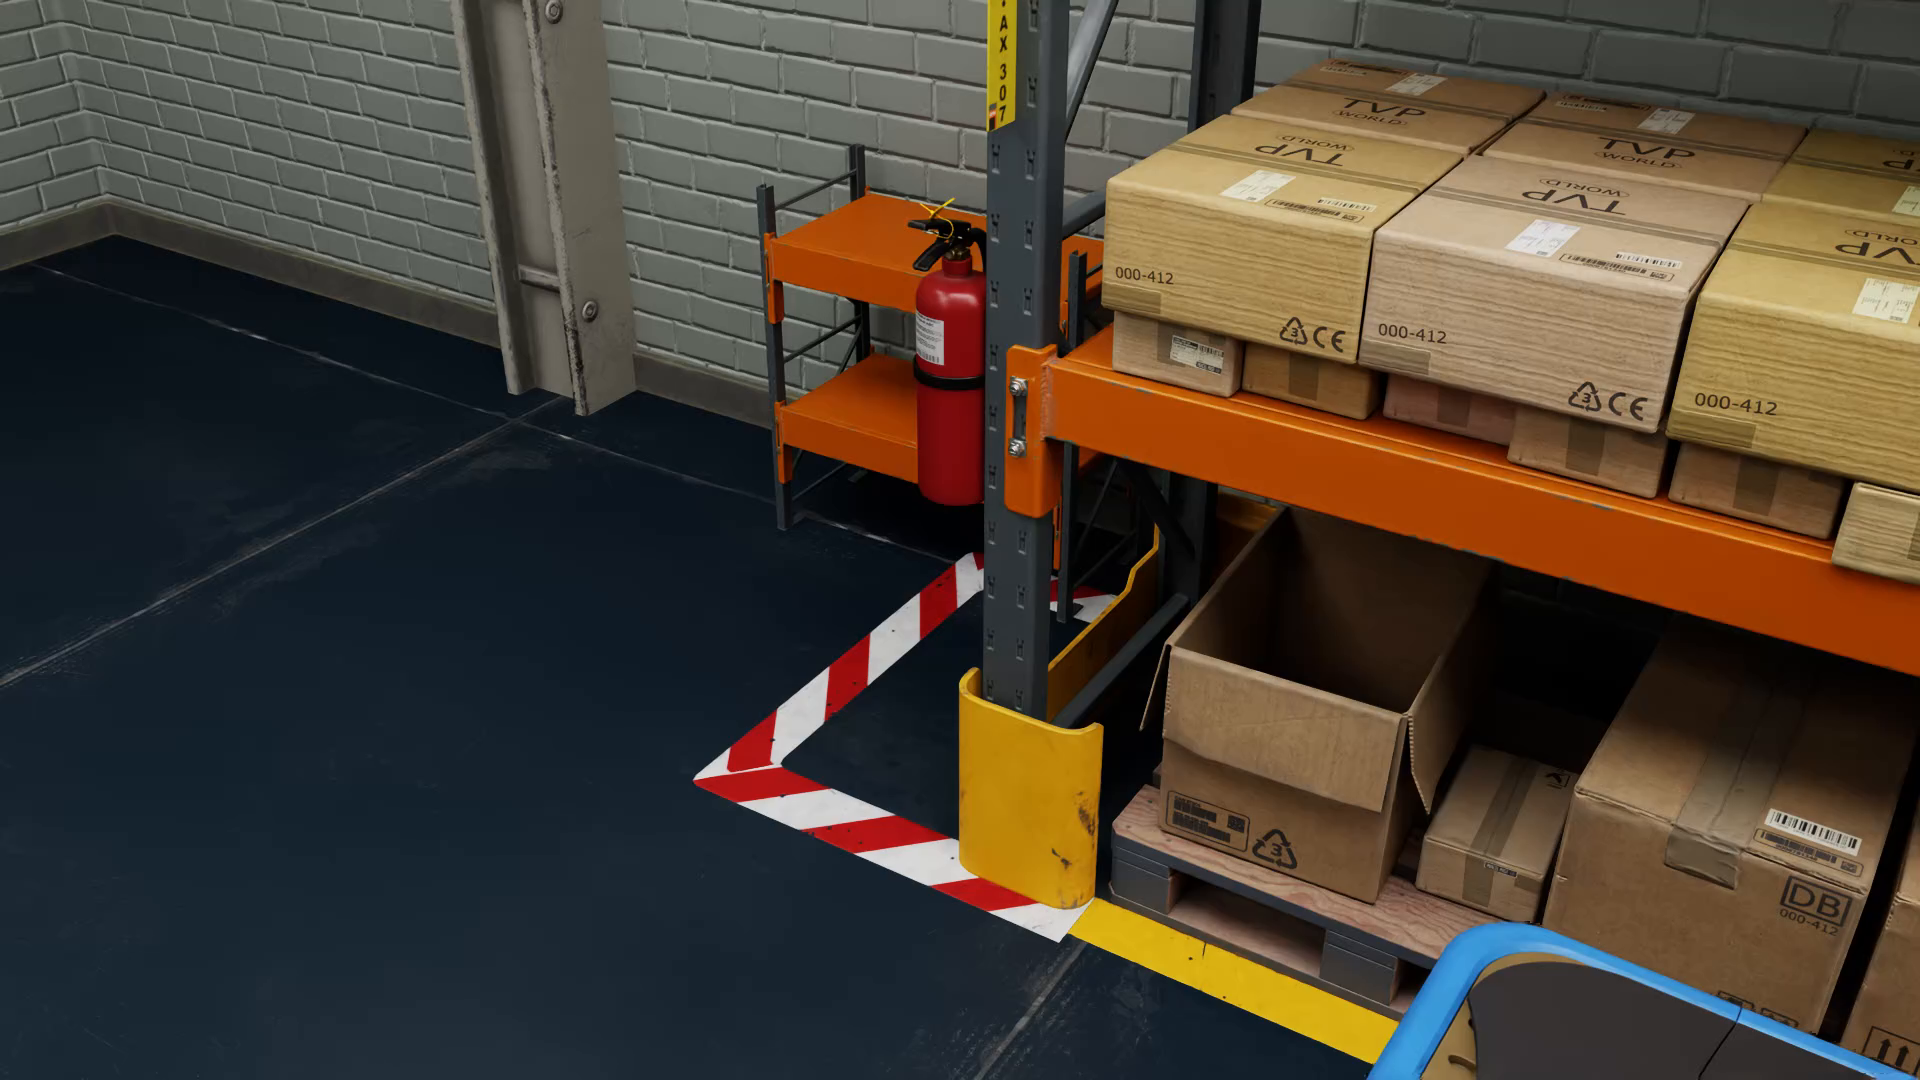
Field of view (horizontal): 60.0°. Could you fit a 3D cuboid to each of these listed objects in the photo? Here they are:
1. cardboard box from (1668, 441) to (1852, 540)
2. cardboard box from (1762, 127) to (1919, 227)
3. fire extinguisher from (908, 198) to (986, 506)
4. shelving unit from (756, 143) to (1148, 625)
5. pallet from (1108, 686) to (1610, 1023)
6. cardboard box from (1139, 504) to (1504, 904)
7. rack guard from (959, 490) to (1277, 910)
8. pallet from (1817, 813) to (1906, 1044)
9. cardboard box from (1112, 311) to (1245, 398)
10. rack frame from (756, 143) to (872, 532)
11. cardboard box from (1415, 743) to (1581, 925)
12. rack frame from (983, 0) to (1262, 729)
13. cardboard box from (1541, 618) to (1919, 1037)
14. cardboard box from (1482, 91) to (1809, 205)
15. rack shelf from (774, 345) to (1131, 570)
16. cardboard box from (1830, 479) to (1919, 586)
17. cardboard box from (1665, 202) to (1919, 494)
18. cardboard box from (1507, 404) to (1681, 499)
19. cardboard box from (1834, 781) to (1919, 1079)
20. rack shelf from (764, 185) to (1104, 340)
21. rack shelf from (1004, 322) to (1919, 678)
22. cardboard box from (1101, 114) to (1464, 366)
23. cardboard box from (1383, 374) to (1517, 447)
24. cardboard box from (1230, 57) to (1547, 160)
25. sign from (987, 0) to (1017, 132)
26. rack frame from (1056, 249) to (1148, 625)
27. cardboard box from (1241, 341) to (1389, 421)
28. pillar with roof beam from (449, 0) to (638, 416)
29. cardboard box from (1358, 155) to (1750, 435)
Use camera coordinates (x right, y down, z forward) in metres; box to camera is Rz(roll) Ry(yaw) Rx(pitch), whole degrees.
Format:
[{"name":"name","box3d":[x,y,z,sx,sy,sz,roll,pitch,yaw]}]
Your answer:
[{"name":"cardboard box","box3d":[1.388,-0.173,2.820,0.250,0.149,0.380,18,35,28]},{"name":"cardboard box","box3d":[1.749,-0.534,3.042,0.500,0.250,0.500,19,35,29]},{"name":"fire extinguisher","box3d":[-0.005,-0.401,3.408,0.183,0.674,0.296,18,35,27]},{"name":"shelving unit","box3d":[-0.006,-0.487,4.968,1.048,1.125,0.538,17,35,27]},{"name":"pallet","box3d":[1.105,0.685,3.867,1.213,0.211,1.003,18,35,27]},{"name":"cardboard box","box3d":[0.832,0.348,3.738,0.637,0.503,0.797,16,34,25]},{"name":"rack guard","box3d":[0.429,0.347,4.160,0.348,0.500,1.175,18,35,27]},{"name":"pallet","box3d":[2.134,1.012,3.306,1.213,0.211,1.003,18,35,27]},{"name":"cardboard box","box3d":[0.497,-0.440,3.277,0.250,0.149,0.380,17,34,27]},{"name":"rack frame","box3d":[-0.437,-0.623,5.201,0.032,1.125,0.500,17,35,27]},{"name":"cardboard box","box3d":[1.172,0.631,3.604,0.250,0.149,0.380,16,34,25]},{"name":"rack frame","box3d":[0.365,-0.754,3.565,0.127,3.000,1.000,18,35,27]},{"name":"cardboard box","box3d":[1.536,0.595,3.318,0.500,0.500,0.700,19,35,29]},{"name":"cardboard box","box3d":[1.332,-0.669,3.273,0.500,0.250,0.500,18,35,27]},{"name":"rack shelf","box3d":[-0.006,-0.276,5.092,1.000,0.278,0.538,17,35,27]},{"name":"cardboard box","box3d":[1.562,-0.074,2.649,0.250,0.149,0.380,17,34,26]},{"name":"cardboard box","box3d":[1.464,-0.311,2.661,0.500,0.250,0.500,17,34,26]},{"name":"cardboard box","box3d":[1.160,-0.242,2.938,0.250,0.149,0.380,19,35,29]},{"name":"cardboard box","box3d":[1.930,0.779,3.002,0.500,0.500,0.500,18,35,28]},{"name":"rack shelf","box3d":[-0.006,-0.740,4.821,1.000,0.278,0.538,17,35,27]},{"name":"rack shelf","box3d":[2.059,0.093,2.828,4.000,0.370,1.077,18,35,27]},{"name":"cardboard box","box3d":[0.606,-0.581,3.122,0.500,0.250,0.500,18,35,28]},{"name":"cardboard box","box3d":[0.978,-0.336,3.098,0.250,0.149,0.380,17,34,27]},{"name":"cardboard box","box3d":[0.896,-0.807,3.511,0.500,0.250,0.500,19,35,29]},{"name":"sign","box3d":[0.076,-0.896,2.950,0.005,0.325,0.100,18,35,27]},{"name":"rack frame","box3d":[0.425,-0.351,4.736,0.032,1.125,0.500,17,35,27]},{"name":"cardboard box","box3d":[0.737,-0.392,3.194,0.250,0.149,0.380,18,35,29]},{"name":"pillar with roof beam","box3d":[-3.728,-2.614,0.801,0.400,9.000,9.100,18,35,27]},{"name":"cardboard box","box3d":[1.033,-0.446,2.891,0.500,0.250,0.500,18,35,28]}]
